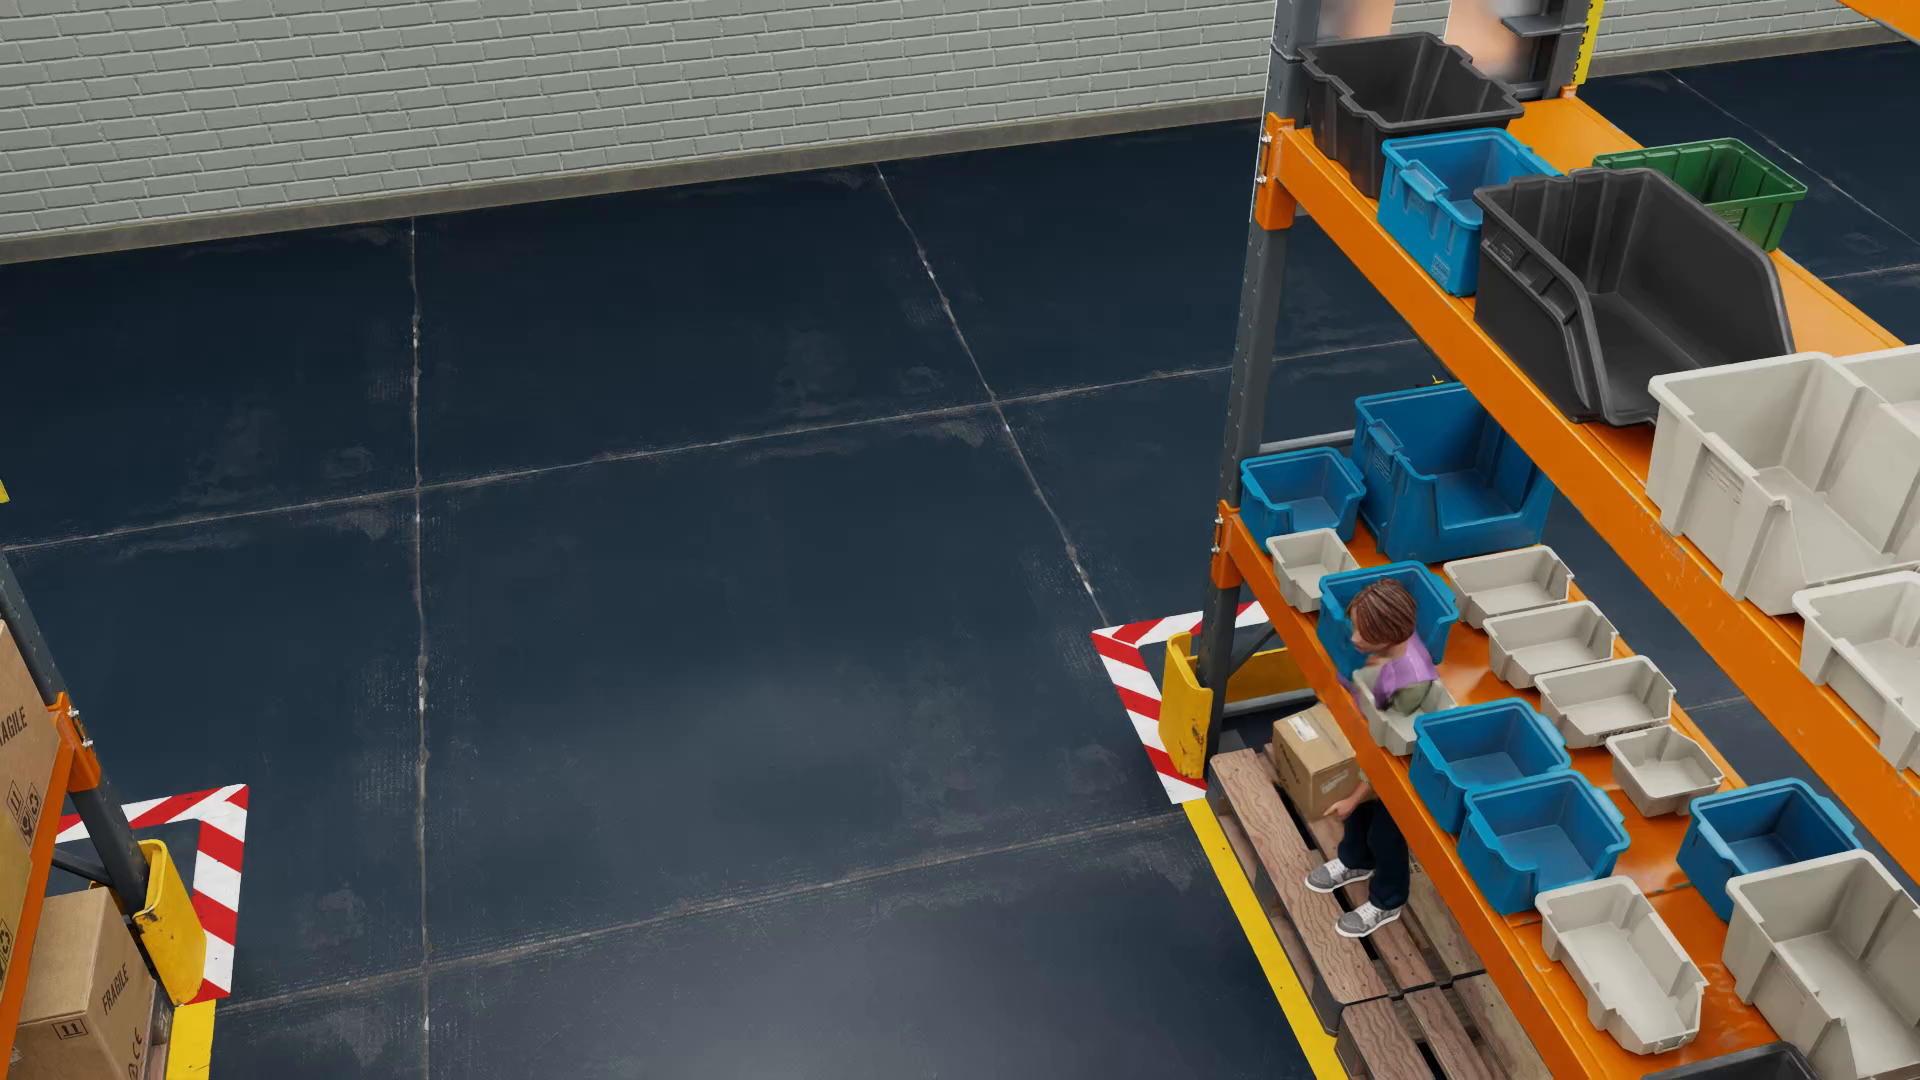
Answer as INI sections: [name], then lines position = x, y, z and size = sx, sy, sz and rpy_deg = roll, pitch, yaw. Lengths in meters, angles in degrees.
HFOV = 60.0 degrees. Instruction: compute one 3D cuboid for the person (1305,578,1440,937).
[person]
position = 1.377, 0.717, 5.531
size = 0.524, 1.555, 0.372
rpy_deg = -14, 41, -17
